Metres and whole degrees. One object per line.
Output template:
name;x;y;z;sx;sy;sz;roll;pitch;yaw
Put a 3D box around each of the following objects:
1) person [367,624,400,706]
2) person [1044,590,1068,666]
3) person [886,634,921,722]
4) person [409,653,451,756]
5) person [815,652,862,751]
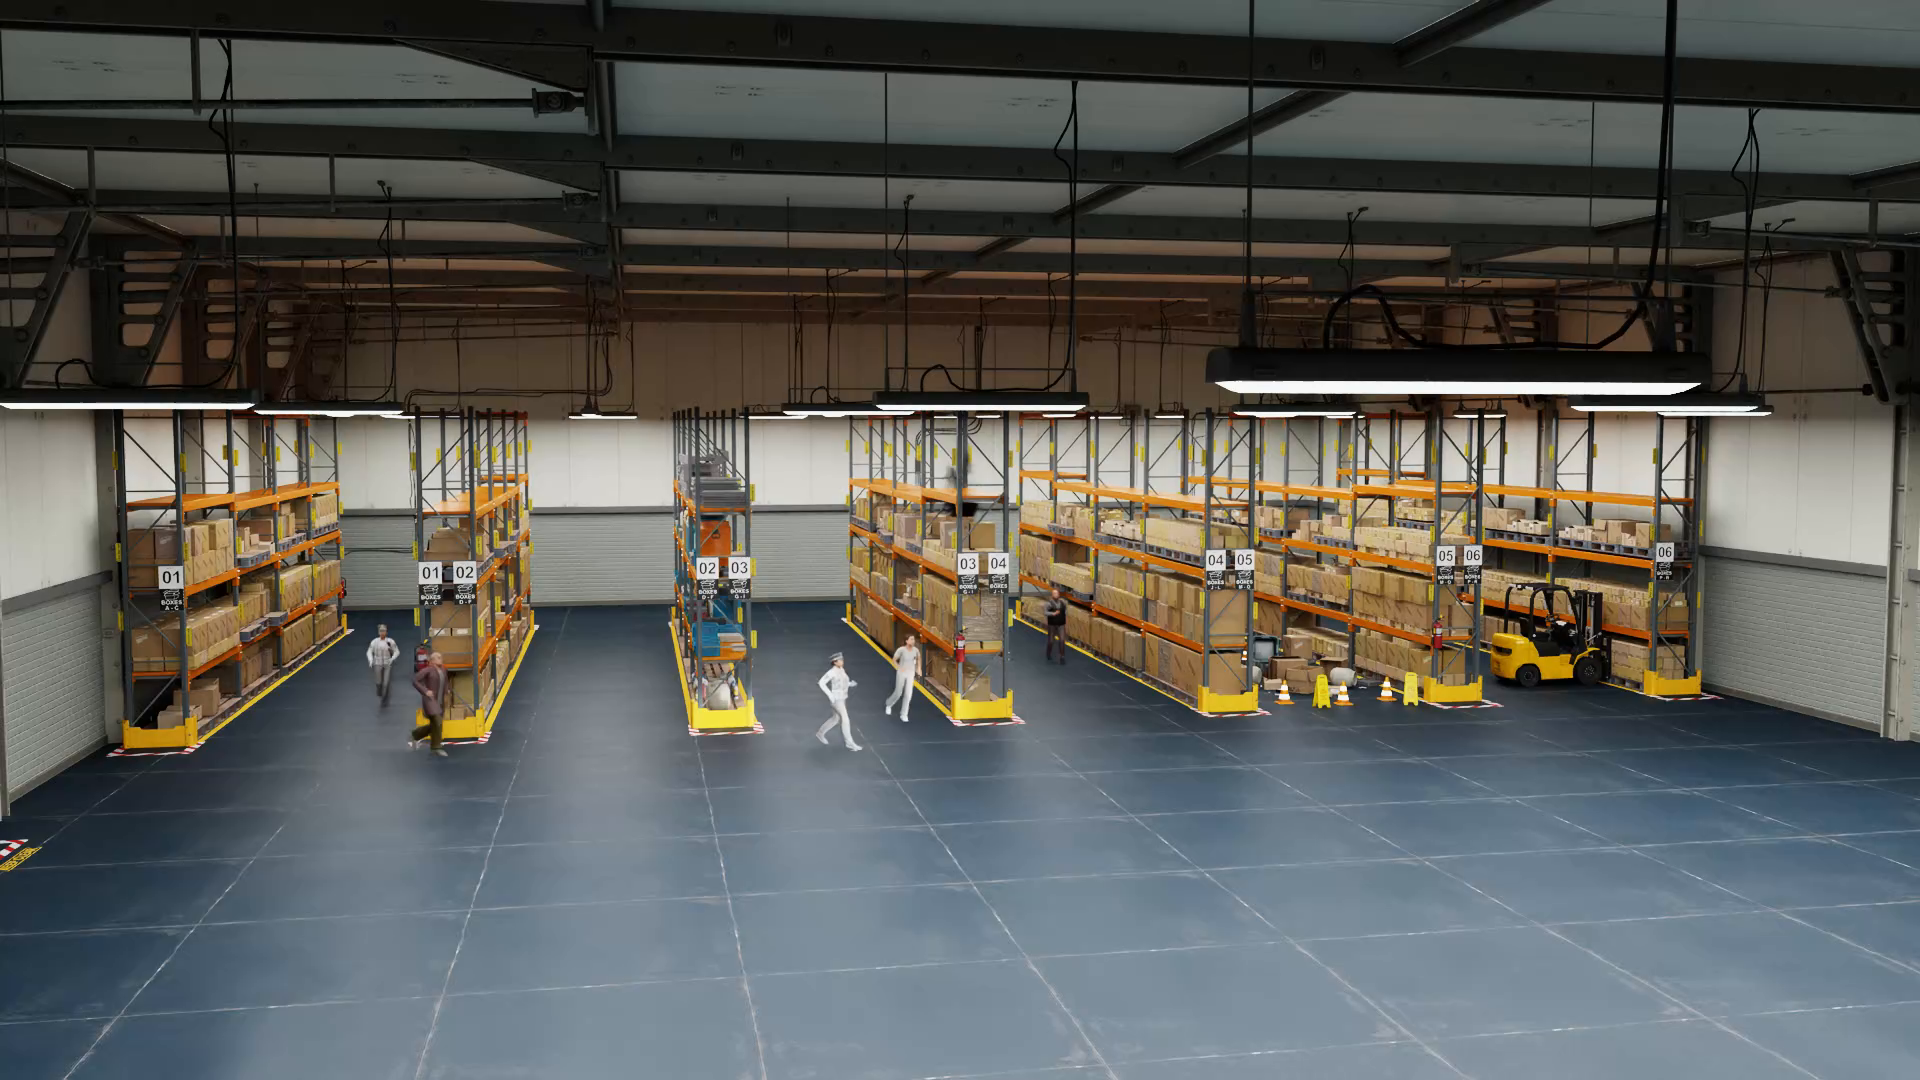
person;-11.641;2.518;33.586;0.629;1.644;0.543;-1;4;-17
person;2.270;2.049;39.334;0.643;1.741;0.906;-1;4;-13
person;-1.029;2.619;32.095;0.646;1.646;0.825;-2;4;-24
person;-9.130;2.825;28.793;0.875;1.755;0.755;2;4;24
person;-2.114;2.792;28.987;0.897;1.693;0.606;1;4;18
